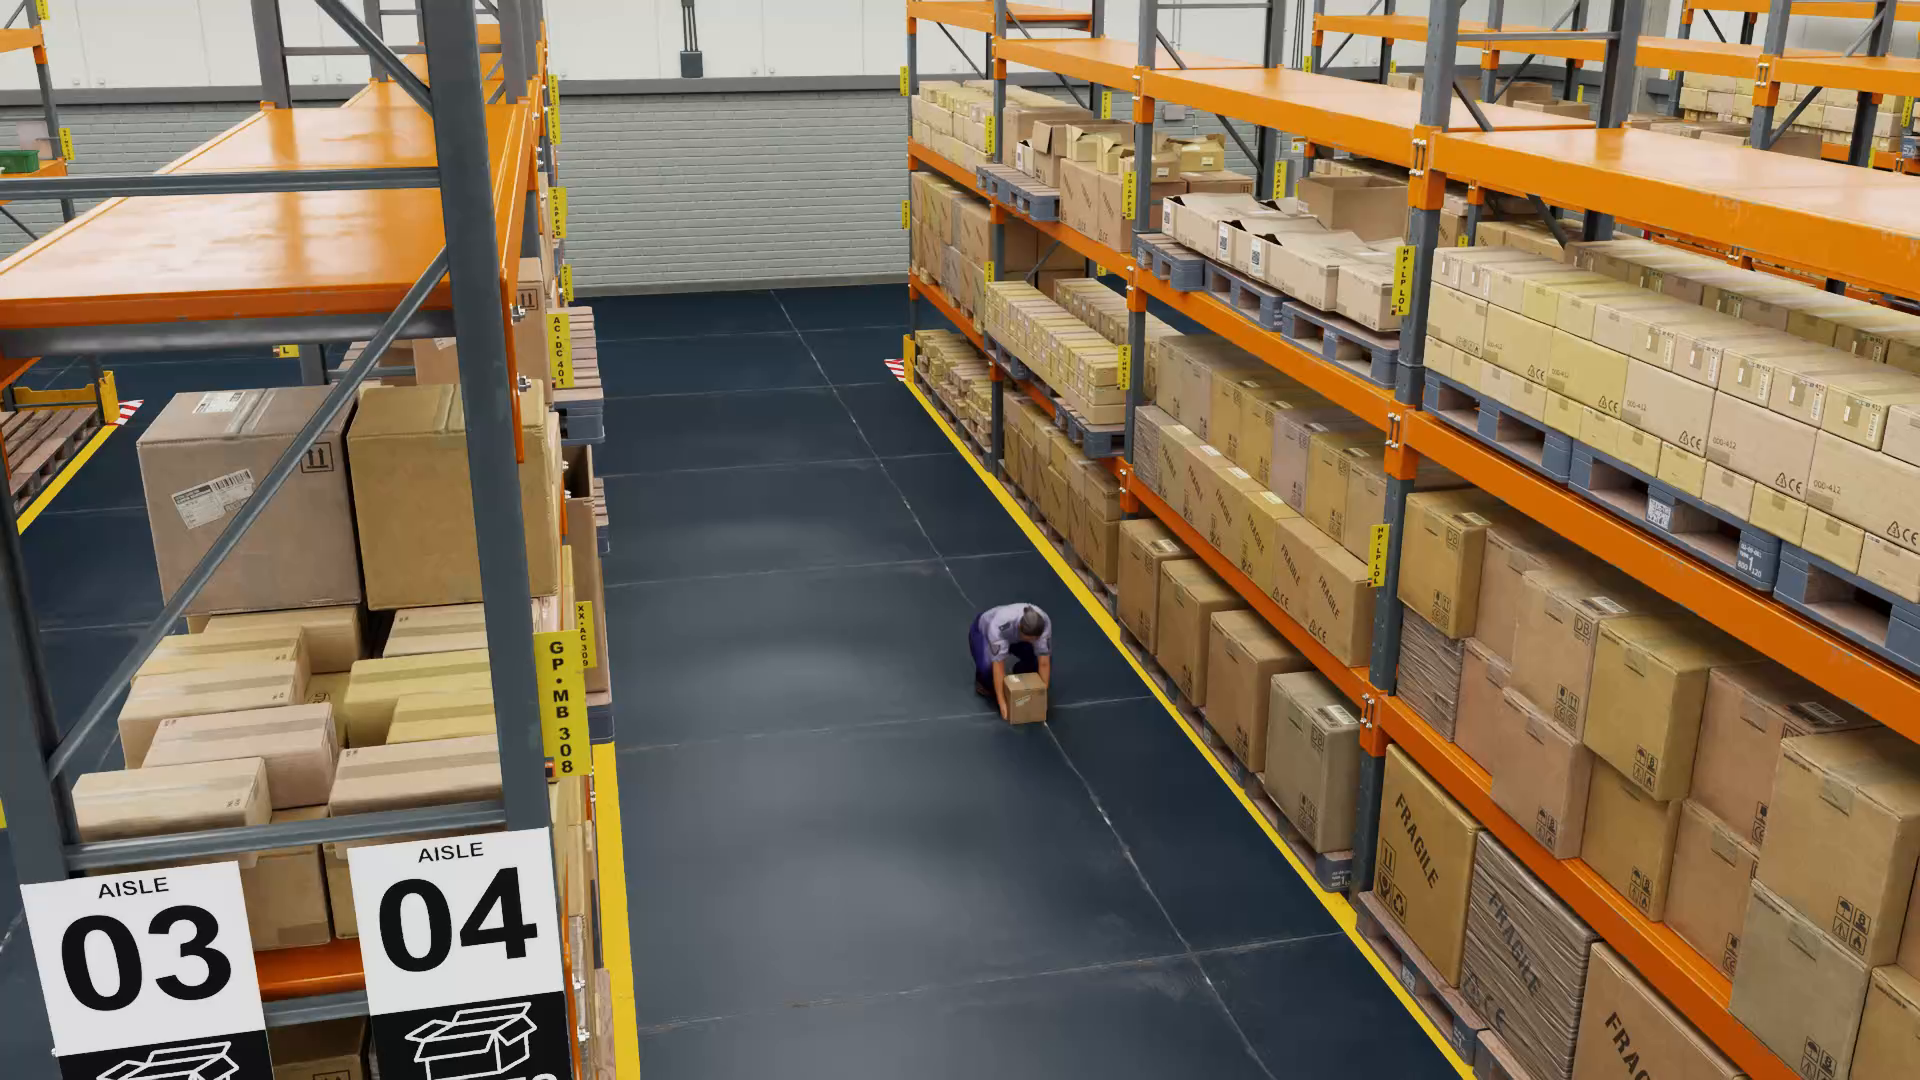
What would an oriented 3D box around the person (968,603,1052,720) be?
[{"bbox_3d":[0.355,0.744,11.408,0.529,0.808,0.837,-5,20,-13],"label":"person"}]
